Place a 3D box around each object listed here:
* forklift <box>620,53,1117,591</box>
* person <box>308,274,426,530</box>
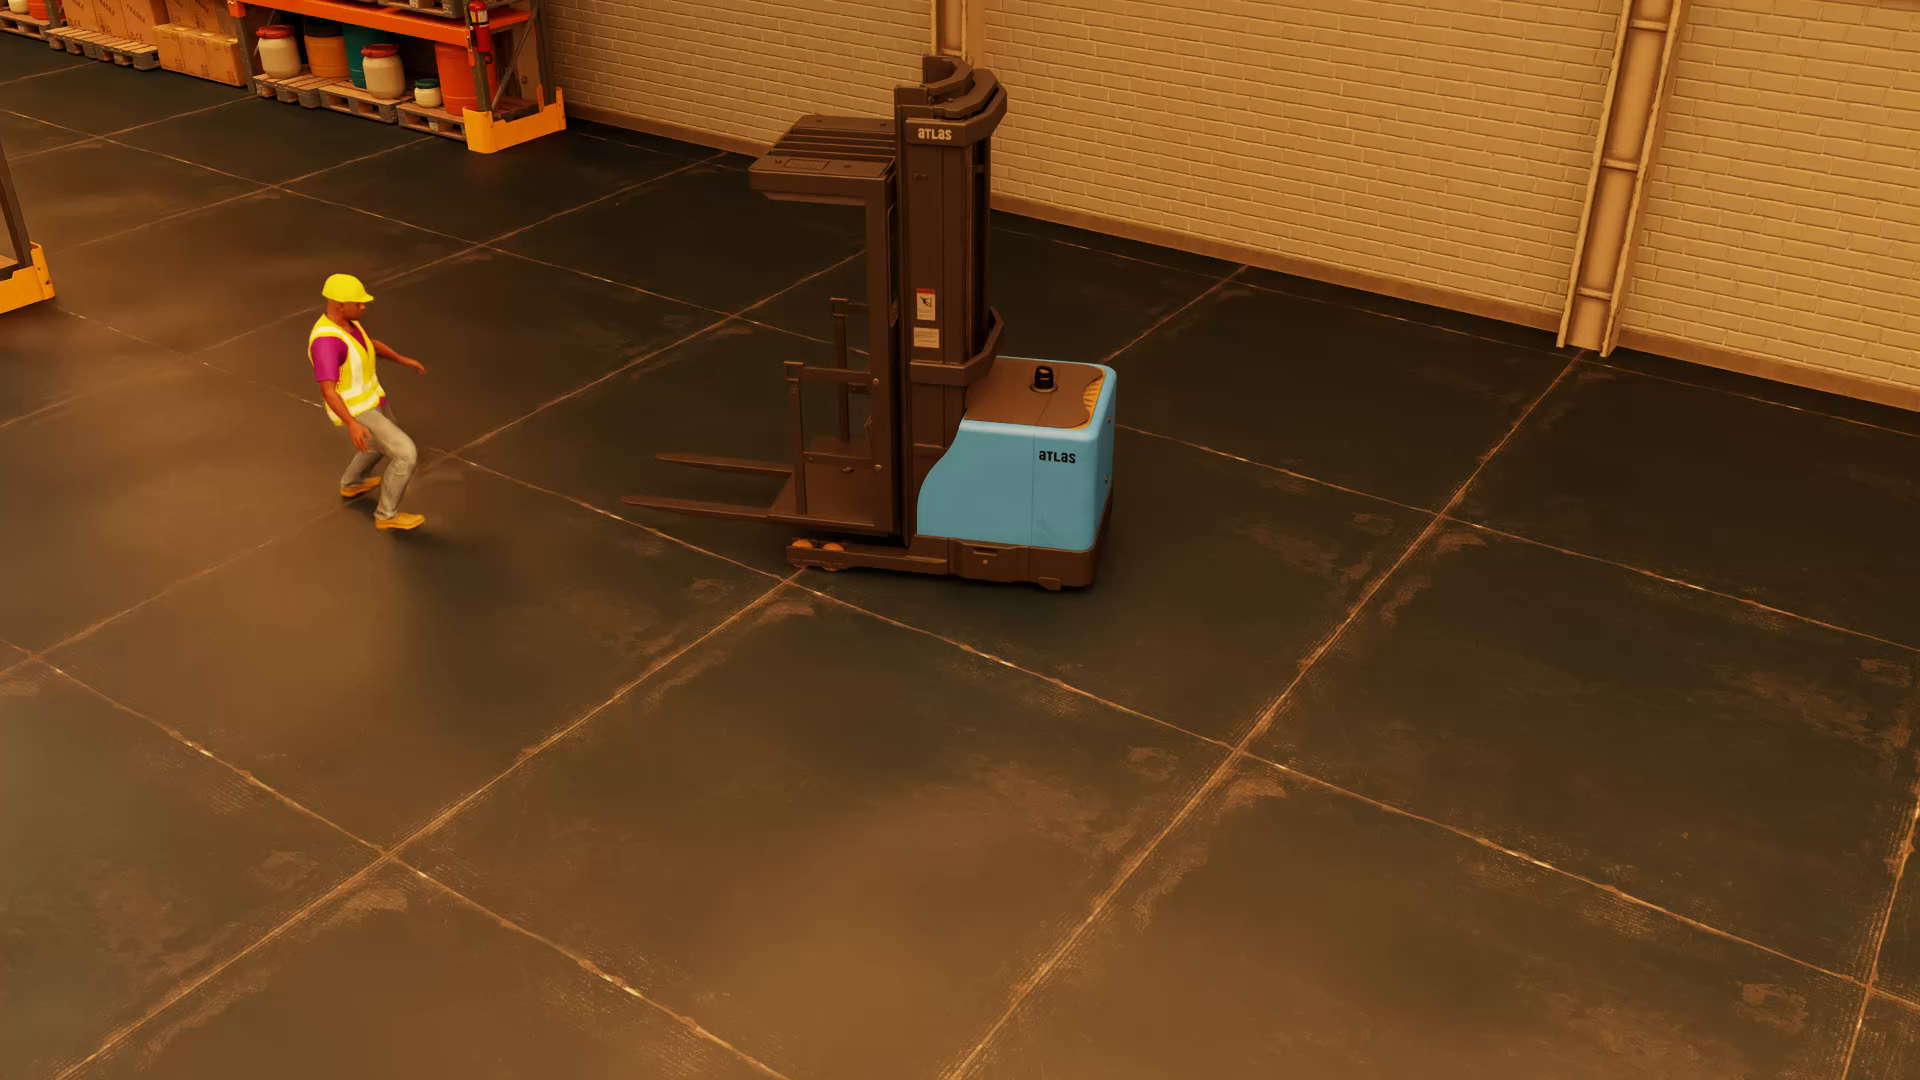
[{"bbox_3d":[-0.596,-1.330,9.871,3.031,2.935,1.130,6,31,10],"label":"forklift"},{"bbox_3d":[-3.736,-0.898,10.461,0.699,1.631,1.021,-2,30,-3],"label":"person"}]
